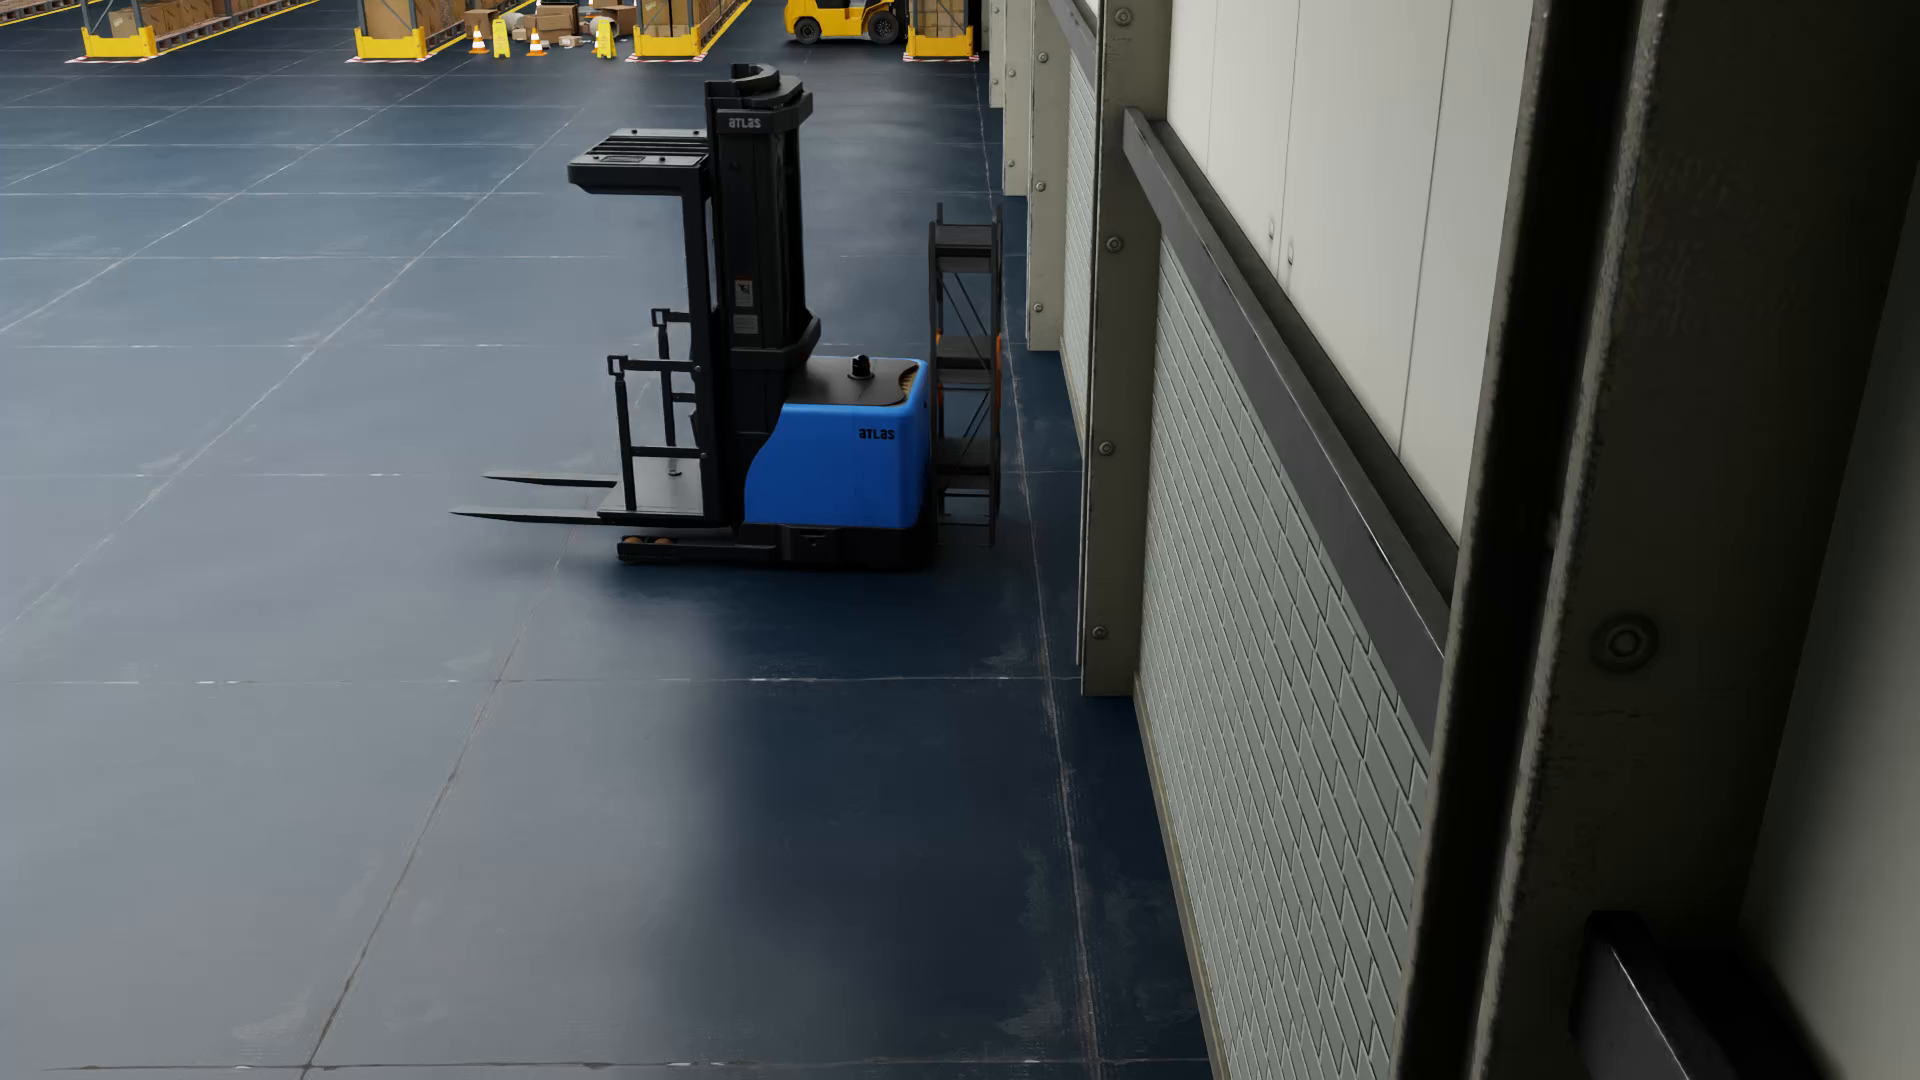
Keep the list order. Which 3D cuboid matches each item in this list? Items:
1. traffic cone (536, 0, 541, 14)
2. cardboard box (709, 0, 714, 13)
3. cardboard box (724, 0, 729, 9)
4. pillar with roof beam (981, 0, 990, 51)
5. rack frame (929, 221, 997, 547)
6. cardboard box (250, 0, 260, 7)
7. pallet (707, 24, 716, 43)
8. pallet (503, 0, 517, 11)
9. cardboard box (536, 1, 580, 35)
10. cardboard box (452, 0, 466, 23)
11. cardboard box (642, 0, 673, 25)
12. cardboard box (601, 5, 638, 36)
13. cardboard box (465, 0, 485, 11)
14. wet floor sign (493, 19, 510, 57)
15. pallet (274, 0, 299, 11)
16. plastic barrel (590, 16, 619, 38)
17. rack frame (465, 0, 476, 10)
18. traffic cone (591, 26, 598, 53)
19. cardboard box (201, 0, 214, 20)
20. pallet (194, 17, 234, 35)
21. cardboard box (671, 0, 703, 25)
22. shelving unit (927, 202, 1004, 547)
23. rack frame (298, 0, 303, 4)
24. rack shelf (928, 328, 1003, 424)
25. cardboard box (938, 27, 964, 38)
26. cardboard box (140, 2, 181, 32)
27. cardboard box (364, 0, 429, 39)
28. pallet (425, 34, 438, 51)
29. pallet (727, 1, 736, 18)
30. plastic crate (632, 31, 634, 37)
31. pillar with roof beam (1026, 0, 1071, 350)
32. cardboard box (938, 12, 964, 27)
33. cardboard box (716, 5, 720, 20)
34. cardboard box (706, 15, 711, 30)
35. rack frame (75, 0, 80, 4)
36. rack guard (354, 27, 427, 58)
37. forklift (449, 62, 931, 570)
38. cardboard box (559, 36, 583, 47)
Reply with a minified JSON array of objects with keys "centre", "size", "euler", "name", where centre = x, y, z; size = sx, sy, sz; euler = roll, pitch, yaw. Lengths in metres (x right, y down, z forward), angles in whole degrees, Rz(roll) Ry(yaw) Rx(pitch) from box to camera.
[{"centre":[-8.811,-11.178,34.904],"size":[0.336,0.463,0.334],"euler":[0,24,-1],"name":"traffic cone"},{"centre":[-5.069,-10.456,32.146],"size":[0.500,0.500,0.500],"euler":[1,24,2],"name":"cardboard box"},{"centre":[-5.377,-11.345,34.873],"size":[0.950,0.372,0.625],"euler":[1,24,3],"name":"cardboard box"},{"centre":[-3.762,-13.219,29.058],"size":[9.100,9.000,0.400],"euler":[0,24,-1],"name":"pillar with roof beam"},{"centre":[0.021,-0.918,10.231],"size":[0.400,2.100,0.015],"euler":[2,24,4],"name":"rack frame"},{"centre":[-15.245,-11.536,35.115],"size":[0.700,0.500,0.500],"euler":[-2,24,-5],"name":"cardboard box"},{"centre":[-5.299,-9.787,32.134],"size":[1.003,0.211,1.213],"euler":[0,24,-1],"name":"pallet"},{"centre":[-10.417,-11.827,36.644],"size":[1.003,0.211,1.213],"euler":[0,24,-1],"name":"pallet"},{"centre":[-7.883,-10.212,32.554],"size":[0.797,0.637,0.503],"euler":[0,24,-1],"name":"cardboard box"},{"centre":[-10.369,-10.738,32.922],"size":[0.875,0.875,0.875],"euler":[0,24,0],"name":"cardboard box"},{"centre":[-5.584,-9.799,30.694],"size":[0.500,0.500,0.500],"euler":[0,24,0],"name":"cardboard box"},{"centre":[-6.707,-10.253,32.810],"size":[0.500,0.500,0.500],"euler":[19,30,35],"name":"cardboard box"},{"centre":[-10.403,-11.196,34.086],"size":[1.050,0.750,0.750],"euler":[0,24,-1],"name":"cardboard box"},{"centre":[-8.283,-9.051,29.978],"size":[0.267,0.644,0.232],"euler":[-4,25,-10],"name":"wet floor sign"},{"centre":[-15.304,-11.850,36.694],"size":[1.003,0.211,1.213],"euler":[0,24,-1],"name":"pallet"},{"centre":[-6.851,-9.861,32.039],"size":[0.512,0.421,0.421],"euler":[19,30,35],"name":"plastic barrel"},{"centre":[-10.306,-11.775,33.144],"size":[1.000,3.000,0.127],"euler":[0,24,-1],"name":"rack frame"},{"centre":[-6.609,-9.206,30.543],"size":[0.336,0.463,0.334],"euler":[0,24,-1],"name":"traffic cone"},{"centre":[-15.303,-10.681,33.251],"size":[0.500,0.500,0.500],"euler":[-1,24,-2],"name":"cardboard box"},{"centre":[-15.224,-10.247,33.150],"size":[1.003,0.211,1.213],"euler":[0,24,-1],"name":"pallet"},{"centre":[-5.047,-9.814,30.726],"size":[0.500,0.500,0.500],"euler":[-1,24,-2],"name":"cardboard box"},{"centre":[0.040,-1.018,10.453],"size":[0.431,2.100,0.503],"euler":[2,24,4],"name":"shelving unit"},{"centre":[-15.311,-13.442,36.831],"size":[1.000,3.000,0.127],"euler":[0,24,-1],"name":"rack frame"},{"centre":[0.040,-1.006,10.458],"size":[0.431,0.518,0.480],"euler":[2,24,4],"name":"rack shelf"},{"centre":[-0.161,-9.356,30.623],"size":[0.500,0.250,0.500],"euler":[0,24,0],"name":"cardboard box"},{"centre":[-15.242,-9.960,31.655],"size":[0.500,0.500,0.500],"euler":[2,24,4],"name":"cardboard box"},{"centre":[-10.336,-9.629,30.468],"size":[0.875,0.875,0.875],"euler":[0,24,0],"name":"cardboard box"},{"centre":[-10.350,-9.185,30.802],"size":[1.003,0.211,1.213],"euler":[0,24,-1],"name":"pallet"},{"centre":[-5.384,-11.393,35.684],"size":[1.003,0.211,1.213],"euler":[0,24,-1],"name":"pallet"},{"centre":[-6.161,-9.858,32.448],"size":[0.402,0.080,0.583],"euler":[-9,26,-19],"name":"plastic crate"},{"centre":[-3.565,-5.802,12.658],"size":[9.100,9.000,0.400],"euler":[0,24,-1],"name":"pillar with roof beam"},{"centre":[-0.148,-9.575,30.501],"size":[0.500,0.250,0.500],"euler":[0,24,0],"name":"cardboard box"},{"centre":[-5.083,-10.535,33.229],"size":[0.500,0.250,0.500],"euler":[1,24,2],"name":"cardboard box"},{"centre":[-5.063,-9.897,31.821],"size":[0.500,0.250,0.500],"euler":[1,24,3],"name":"cardboard box"},{"centre":[-20.263,-13.420,36.782],"size":[1.000,3.000,0.127],"euler":[0,24,-1],"name":"rack frame"},{"centre":[-10.262,-8.977,29.993],"size":[1.175,0.500,0.348],"euler":[0,24,-1],"name":"rack guard"},{"centre":[-1.724,-1.389,10.265],"size":[3.031,2.935,1.130],"euler":[2,24,5],"name":"forklift"},{"centre":[-7.348,-9.422,31.402],"size":[0.380,0.149,0.250],"euler":[13,27,27],"name":"cardboard box"}]
